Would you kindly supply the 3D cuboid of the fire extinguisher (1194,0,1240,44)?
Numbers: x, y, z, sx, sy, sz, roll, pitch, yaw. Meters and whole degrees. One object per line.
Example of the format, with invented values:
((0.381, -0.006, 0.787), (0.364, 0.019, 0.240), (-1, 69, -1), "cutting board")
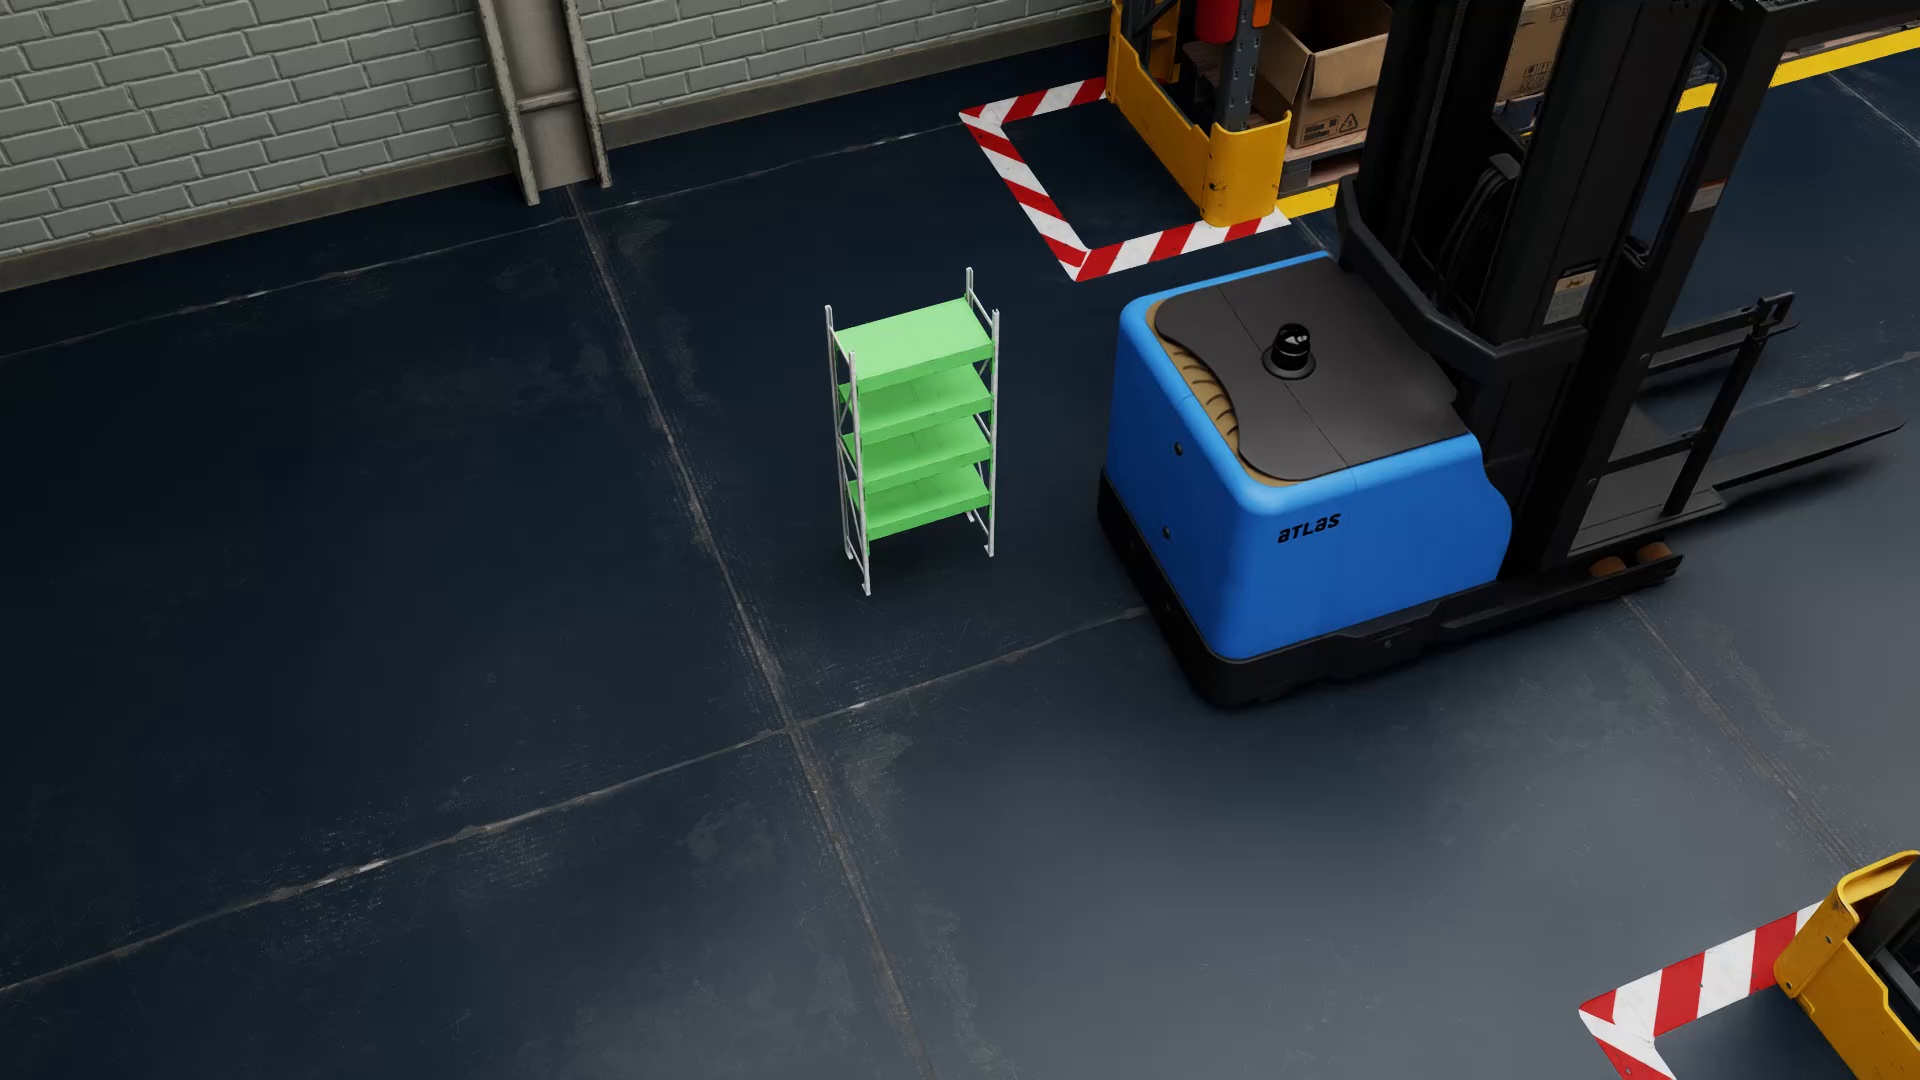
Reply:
((1.037, -2.286, 6.533), (0.183, 0.674, 0.296), (-17, 52, -14), "fire extinguisher")

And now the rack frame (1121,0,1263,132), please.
((0.999, -2.800, 6.677), (0.127, 3.000, 1.000), (-17, 52, -14), "rack frame")

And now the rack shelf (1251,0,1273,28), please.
((2.850, -3.139, 7.443), (4.000, 0.370, 1.077), (-17, 52, -14), "rack shelf")

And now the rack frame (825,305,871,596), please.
((-0.379, -0.273, 5.694), (0.015, 1.200, 0.240), (-17, 52, -14), "rack frame")

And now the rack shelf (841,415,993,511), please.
((-0.153, -0.302, 5.802), (0.480, 0.148, 0.258), (-17, 52, -14), "rack shelf")

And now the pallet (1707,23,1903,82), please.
((4.066, -2.842, 8.552), (1.213, 0.211, 1.003), (-17, 52, -14), "pallet")

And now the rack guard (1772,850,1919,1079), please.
((2.857, 1.506, 4.627), (0.348, 0.500, 1.175), (-17, 52, -14), "rack guard")

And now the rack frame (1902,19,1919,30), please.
((4.702, -3.947, 7.663), (0.127, 3.000, 1.000), (-17, 52, -14), "rack frame")

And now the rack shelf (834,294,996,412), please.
((-0.153, -0.614, 5.438), (0.480, 0.148, 0.258), (-17, 52, -14), "rack shelf")

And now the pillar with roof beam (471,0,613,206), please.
((-0.210, -1.590, 1.684), (0.400, 9.000, 9.100), (-17, 52, -14), "pillar with roof beam")

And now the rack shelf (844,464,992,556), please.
((-0.153, -0.145, 5.985), (0.480, 0.148, 0.258), (-17, 52, -14), "rack shelf")

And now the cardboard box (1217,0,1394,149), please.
((1.601, -2.232, 7.558), (0.637, 0.503, 0.797), (-19, 52, -16), "cardboard box")

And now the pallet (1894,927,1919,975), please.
((3.590, 1.309, 4.986), (1.213, 0.211, 1.003), (-17, 52, -14), "pallet")

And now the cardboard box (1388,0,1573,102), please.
((2.407, -2.449, 7.747), (0.500, 0.500, 0.700), (-15, 51, -13), "cardboard box")

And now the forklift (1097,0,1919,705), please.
((2.087, -1.099, 5.262), (3.031, 2.935, 1.130), (-16, 51, -13), "forklift")

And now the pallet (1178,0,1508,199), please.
((1.807, -2.142, 7.951), (1.213, 0.211, 1.003), (-17, 52, -14), "pallet")

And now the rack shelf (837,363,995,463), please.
((-0.153, -0.458, 5.620), (0.480, 0.148, 0.258), (-17, 52, -14), "rack shelf")

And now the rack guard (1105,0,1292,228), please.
((1.069, -2.007, 7.644), (0.348, 0.500, 1.175), (-17, 52, -14), "rack guard")

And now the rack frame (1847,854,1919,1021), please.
((2.879, 0.685, 3.684), (0.127, 3.000, 1.000), (-17, 52, -14), "rack frame")

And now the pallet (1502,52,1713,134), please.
((2.934, -2.489, 8.249), (1.213, 0.211, 1.003), (-17, 52, -14), "pallet")

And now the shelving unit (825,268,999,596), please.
((-0.153, -0.343, 5.754), (0.503, 1.200, 0.258), (-17, 52, -14), "shelving unit")

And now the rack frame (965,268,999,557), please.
((0.073, -0.413, 5.814), (0.015, 1.200, 0.240), (-17, 52, -14), "rack frame")
